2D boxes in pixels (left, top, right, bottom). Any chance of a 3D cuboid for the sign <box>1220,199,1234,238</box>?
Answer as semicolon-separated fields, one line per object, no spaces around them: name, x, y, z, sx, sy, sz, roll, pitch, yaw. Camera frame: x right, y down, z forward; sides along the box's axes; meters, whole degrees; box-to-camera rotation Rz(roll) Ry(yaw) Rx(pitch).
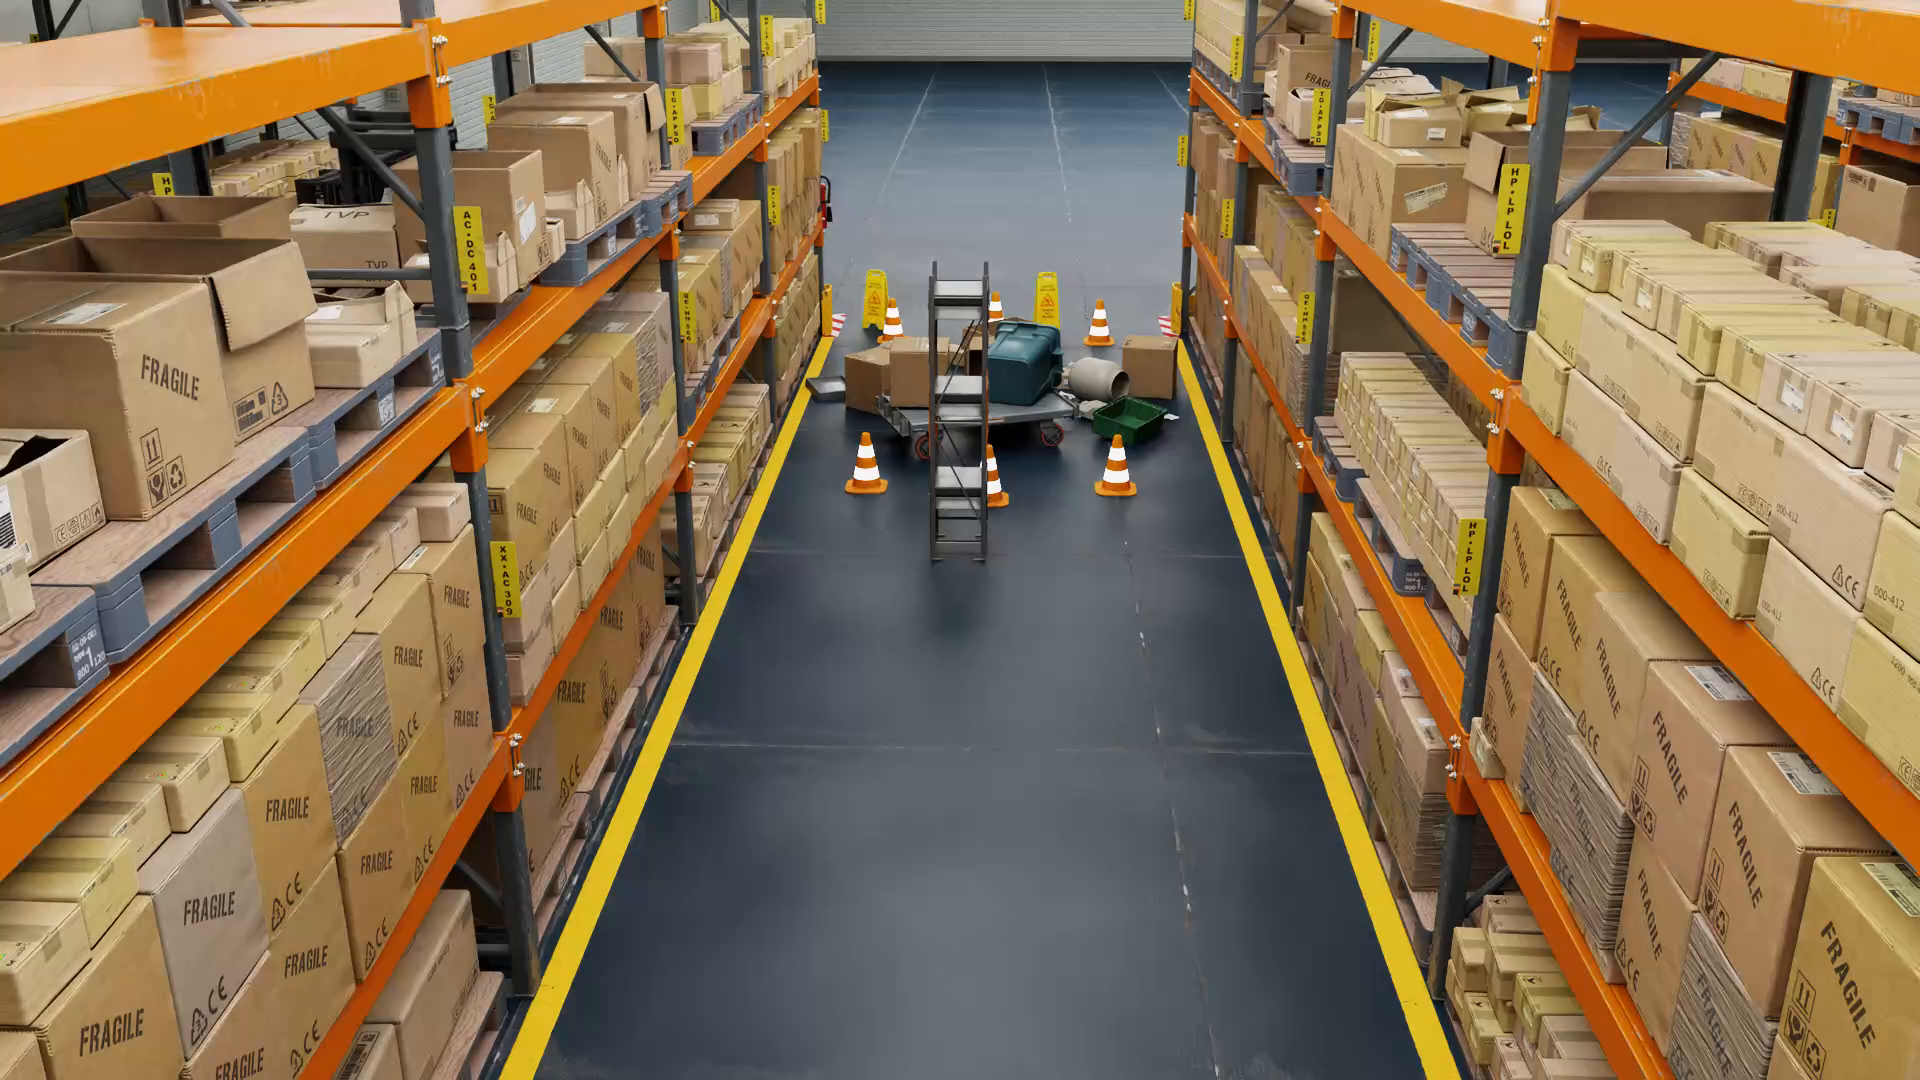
sign;2.267;-2.725;14.100;0.100;0.325;0.005;1;21;2

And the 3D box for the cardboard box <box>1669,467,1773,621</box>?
cardboard box;2.239;0.007;4.424;0.500;0.250;0.500;2;21;4

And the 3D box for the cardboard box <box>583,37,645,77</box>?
cardboard box;-2.553;-3.667;12.623;0.500;0.250;0.500;0;21;0

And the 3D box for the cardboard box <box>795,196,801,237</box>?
cardboard box;-1.821;-3.185;16.040;0.500;0.500;0.500;1;21;2

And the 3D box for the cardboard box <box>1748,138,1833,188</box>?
cardboard box;7.545;-3.367;15.128;0.500;0.500;0.500;1;21;2

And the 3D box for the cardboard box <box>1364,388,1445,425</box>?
cardboard box;2.466;-0.742;9.240;0.380;0.149;0.250;0;21;-1

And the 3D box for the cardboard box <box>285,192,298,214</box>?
cardboard box;-6.766;-3.108;16.254;0.500;0.500;0.500;1;21;2

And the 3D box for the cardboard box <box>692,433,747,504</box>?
cardboard box;-2.181;-0.567;12.895;0.950;0.372;0.625;1;21;3

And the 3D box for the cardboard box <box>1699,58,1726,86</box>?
cardboard box;7.615;-4.605;16.311;0.500;0.250;0.500;0;21;0

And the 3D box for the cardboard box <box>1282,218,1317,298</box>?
cardboard box;2.766;-2.061;12.174;0.700;0.500;0.500;0;21;1

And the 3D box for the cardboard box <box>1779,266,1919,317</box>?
cardboard box;2.753;-0.740;5.107;0.380;0.149;0.250;1;21;4

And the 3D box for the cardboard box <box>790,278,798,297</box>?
cardboard box;-1.758;-2.401;15.858;0.380;0.149;0.250;2;21;5

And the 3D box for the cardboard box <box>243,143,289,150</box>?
cardboard box;-7.263;-4.070;17.425;0.380;0.149;0.250;1;21;3

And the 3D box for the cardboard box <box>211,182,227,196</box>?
cardboard box;-6.868;-3.138;15.023;0.380;0.149;0.250;0;21;1

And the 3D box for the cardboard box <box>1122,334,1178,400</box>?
cardboard box;1.843;-1.688;16.184;0.500;0.500;0.500;4;22;11

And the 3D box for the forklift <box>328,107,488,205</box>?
forklift;-4.510;-2.255;14.288;1.130;2.935;3.031;1;21;2

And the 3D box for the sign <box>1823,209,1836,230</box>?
sign;7.234;-2.595;13.873;0.100;0.325;0.005;1;21;2

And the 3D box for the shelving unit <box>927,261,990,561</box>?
shelving unit;-0.005;-0.919;11.995;0.431;2.100;0.503;1;21;2

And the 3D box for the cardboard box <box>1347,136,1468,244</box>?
cardboard box;2.409;-1.894;8.978;0.500;0.500;0.500;1;21;2

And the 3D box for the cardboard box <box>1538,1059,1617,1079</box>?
cardboard box;2.260;1.968;5.848;0.380;0.149;0.250;1;21;3

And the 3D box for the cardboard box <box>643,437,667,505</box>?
cardboard box;-2.007;-0.410;9.647;0.500;0.250;0.500;1;21;3

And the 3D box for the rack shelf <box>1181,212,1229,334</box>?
rack shelf;2.882;-2.667;16.250;1.077;0.370;4.000;1;21;2

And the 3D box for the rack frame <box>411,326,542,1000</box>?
rack frame;-2.372;0.595;6.848;1.000;3.000;0.127;1;21;2

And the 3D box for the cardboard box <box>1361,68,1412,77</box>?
cardboard box;2.988;-3.242;11.996;0.500;0.311;0.500;0;21;0

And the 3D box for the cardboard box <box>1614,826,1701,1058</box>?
cardboard box;2.265;1.159;4.845;0.500;0.500;0.500;2;21;4

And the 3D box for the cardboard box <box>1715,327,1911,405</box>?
cardboard box;2.245;-0.462;4.392;0.380;0.149;0.250;0;21;0

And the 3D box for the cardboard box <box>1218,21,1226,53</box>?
cardboard box;2.613;-4.533;14.996;0.500;0.250;0.500;0;21;1

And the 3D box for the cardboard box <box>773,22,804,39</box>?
cardboard box;-1.758;-5.086;16.588;0.380;0.149;0.250;0;21;1

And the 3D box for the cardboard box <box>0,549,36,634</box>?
cardboard box;-2.231;0.127;3.537;0.380;0.149;0.250;1;21;4

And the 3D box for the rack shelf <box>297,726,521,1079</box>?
rack shelf;-2.433;1.654;5.114;1.077;0.370;4.000;1;21;2

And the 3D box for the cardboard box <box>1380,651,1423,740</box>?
cardboard box;2.377;0.775;8.222;0.500;0.250;0.500;2;21;4

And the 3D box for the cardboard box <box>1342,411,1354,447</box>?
cardboard box;2.476;-0.655;9.837;0.380;0.149;0.250;2;21;4

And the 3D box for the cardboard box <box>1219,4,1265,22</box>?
cardboard box;2.553;-4.767;15.047;0.380;0.149;0.250;0;21;1

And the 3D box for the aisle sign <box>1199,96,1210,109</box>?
aisle sign;2.646;-4.966;17.588;0.394;0.787;0.004;1;21;2

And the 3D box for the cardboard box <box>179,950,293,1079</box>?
cardboard box;-2.172;1.458;4.487;0.500;0.500;0.500;1;21;1

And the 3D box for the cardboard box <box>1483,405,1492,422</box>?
cardboard box;3.121;-0.725;9.194;0.380;0.149;0.250;1;21;3

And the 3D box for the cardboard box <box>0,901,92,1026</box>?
cardboard box;-2.147;0.913;3.612;0.380;0.149;0.250;1;21;3

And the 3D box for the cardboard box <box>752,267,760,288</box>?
cardboard box;-1.869;-2.187;13.785;0.380;0.149;0.250;1;21;2

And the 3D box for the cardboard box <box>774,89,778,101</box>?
cardboard box;-1.847;-4.060;15.046;0.380;0.149;0.250;0;21;0

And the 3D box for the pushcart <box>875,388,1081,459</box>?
pushcart;0.151;-1.068;14.759;1.648;0.377;0.936;-7;22;-17

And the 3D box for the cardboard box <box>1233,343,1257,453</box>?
cardboard box;2.893;-1.201;14.006;1.050;0.750;0.750;1;21;1

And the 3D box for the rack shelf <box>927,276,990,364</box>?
rack shelf;-0.005;-1.559;11.747;0.431;0.518;0.480;1;21;2

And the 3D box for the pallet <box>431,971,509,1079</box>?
pallet;-2.474;2.169;6.646;1.003;0.211;1.213;1;21;2

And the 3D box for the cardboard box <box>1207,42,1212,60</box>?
cardboard box;2.574;-4.672;15.906;0.380;0.149;0.250;0;21;1

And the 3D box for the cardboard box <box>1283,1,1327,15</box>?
cardboard box;3.226;-4.944;15.504;0.380;0.149;0.250;1;21;2

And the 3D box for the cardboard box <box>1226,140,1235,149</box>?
cardboard box;2.922;-3.379;15.392;0.875;0.550;0.550;1;21;2

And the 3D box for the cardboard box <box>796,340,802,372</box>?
cardboard box;-1.823;-1.806;16.258;0.500;0.250;0.500;0;21;1

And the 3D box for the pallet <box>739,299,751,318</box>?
pallet;-2.298;-1.933;13.629;1.003;0.211;1.213;1;21;2

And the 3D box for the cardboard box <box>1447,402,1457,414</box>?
cardboard box;3.144;-0.728;10.026;0.380;0.149;0.250;1;21;3

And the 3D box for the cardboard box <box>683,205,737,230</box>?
cardboard box;-1.910;-2.463;12.702;0.380;0.149;0.250;0;21;-1

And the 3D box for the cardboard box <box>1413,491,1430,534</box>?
cardboard box;2.423;-0.128;8.068;0.380;0.149;0.250;0;21;-1

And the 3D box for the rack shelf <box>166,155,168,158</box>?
rack shelf;-7.151;-2.690;12.164;1.077;0.370;4.000;1;21;2

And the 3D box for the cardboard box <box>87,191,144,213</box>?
cardboard box;-7.383;-2.957;14.557;0.380;0.149;0.250;1;21;2

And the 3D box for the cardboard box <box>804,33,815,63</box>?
cardboard box;-1.754;-5.023;16.976;0.500;0.250;0.500;0;21;1

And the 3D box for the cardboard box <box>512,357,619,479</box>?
cardboard box;-2.057;-0.626;8.475;0.500;0.500;0.500;0;21;1

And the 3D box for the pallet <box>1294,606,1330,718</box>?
pallet;2.675;0.750;10.305;1.003;0.211;1.213;1;21;2

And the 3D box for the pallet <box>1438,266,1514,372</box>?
pallet;2.704;-0.920;6.865;1.213;0.211;1.003;1;21;2
